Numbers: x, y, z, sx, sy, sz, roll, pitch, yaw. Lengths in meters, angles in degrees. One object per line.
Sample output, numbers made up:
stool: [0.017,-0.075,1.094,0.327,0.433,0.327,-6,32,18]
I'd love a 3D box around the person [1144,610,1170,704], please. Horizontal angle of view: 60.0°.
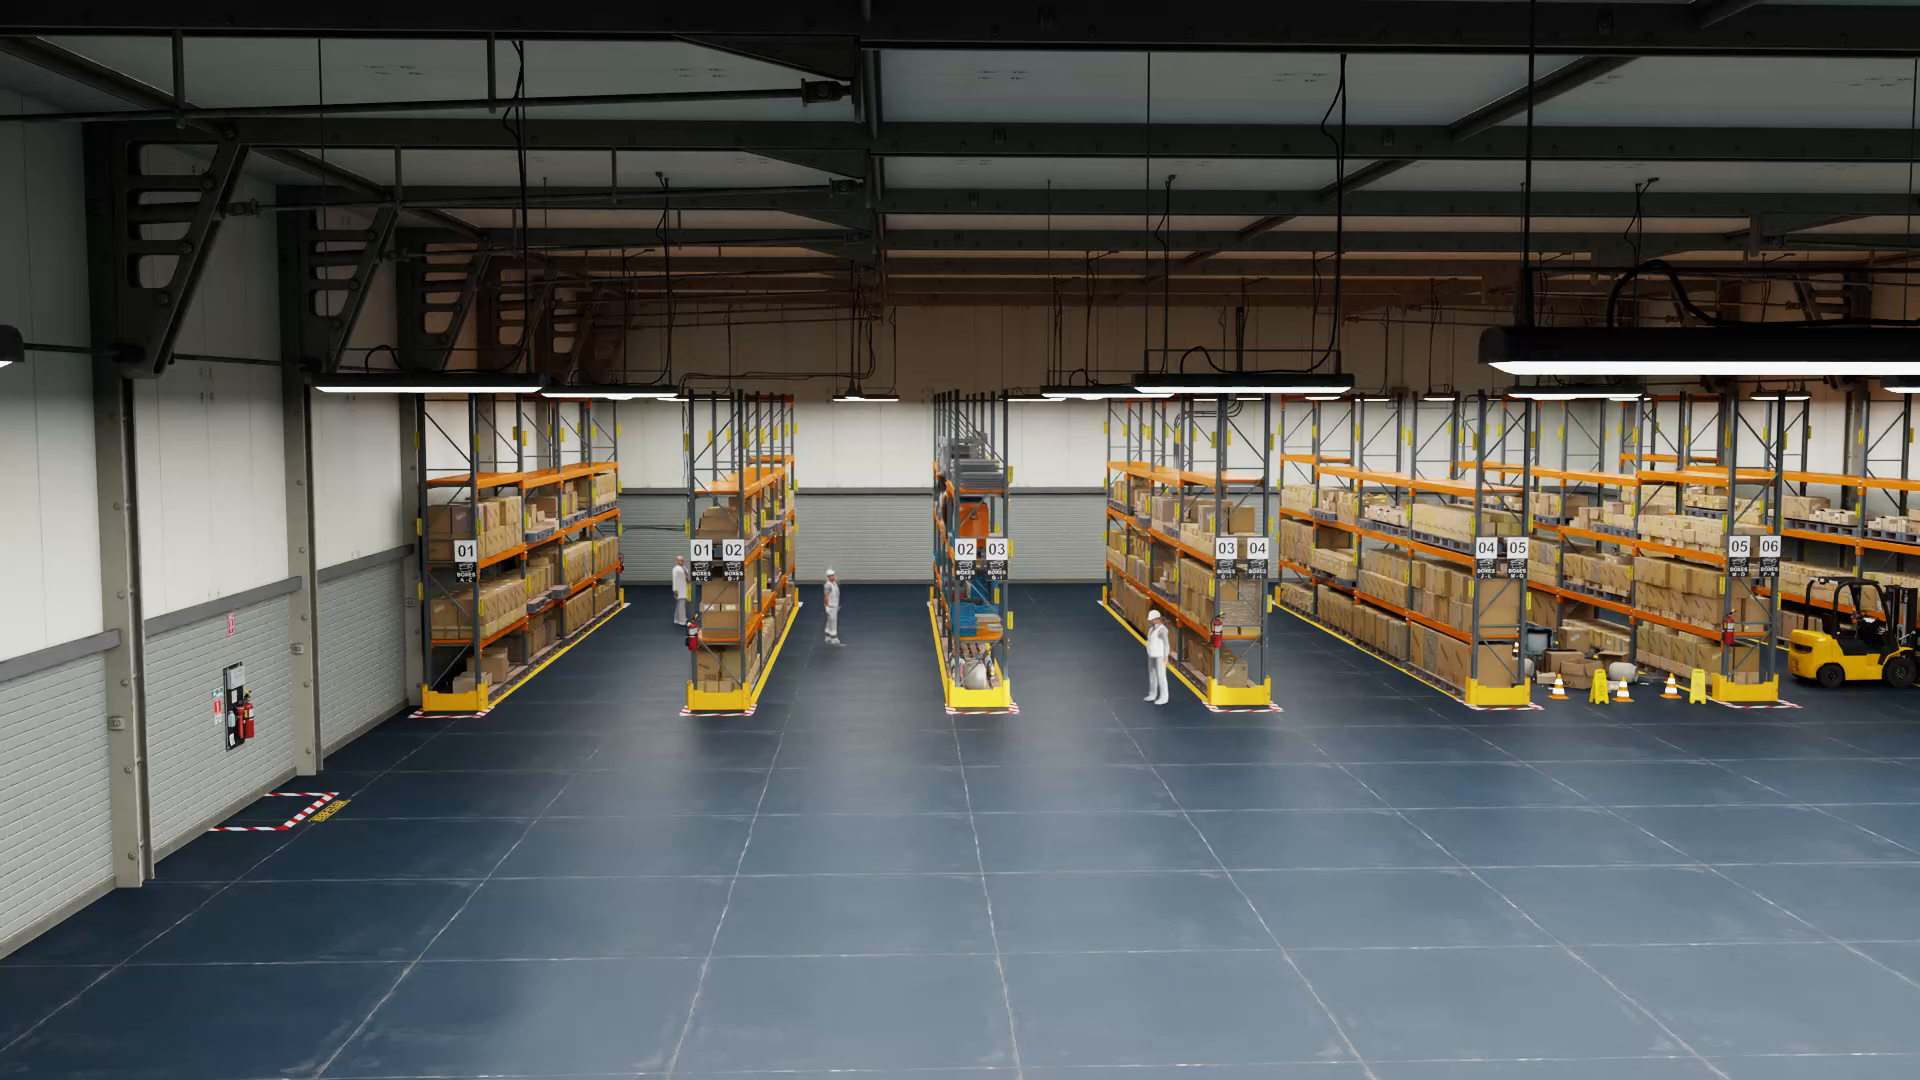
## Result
person: [3.778,2.229,31.952,0.406,1.769,0.619,-2,5,-22]

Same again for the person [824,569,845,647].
person: [-2.940,1.592,39.173,0.526,1.807,0.579,1,5,8]

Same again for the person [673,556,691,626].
person: [-7.164,1.315,43.167,0.589,1.798,0.597,1,5,10]
